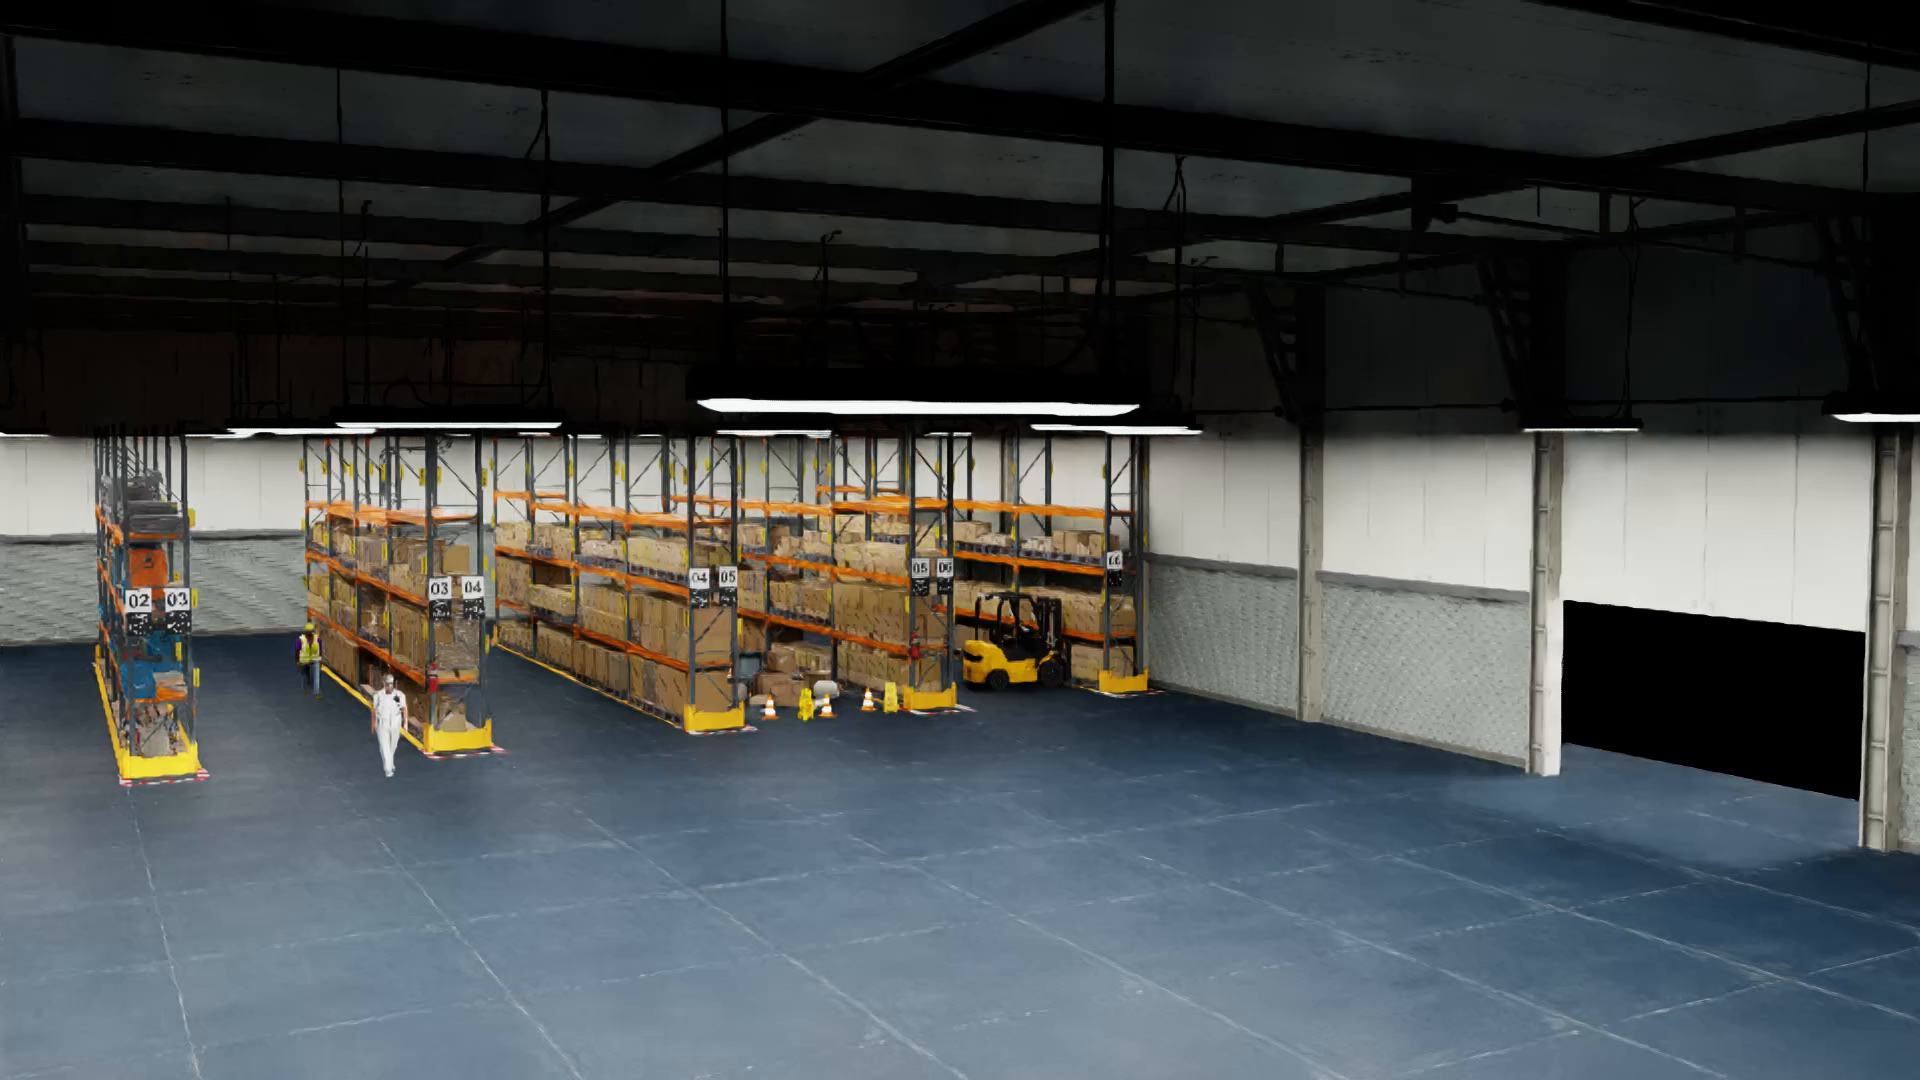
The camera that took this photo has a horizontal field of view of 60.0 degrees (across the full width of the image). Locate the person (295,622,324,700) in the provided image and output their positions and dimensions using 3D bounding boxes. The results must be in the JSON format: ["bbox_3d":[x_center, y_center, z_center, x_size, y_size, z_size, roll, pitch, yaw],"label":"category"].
[{"bbox_3d":[-14.321,2.650,36.606,0.577,1.691,1.121,-2,4,-27],"label":"person"}]

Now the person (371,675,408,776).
[{"bbox_3d":[-9.737,3.138,28.426,0.554,1.712,1.040,-2,4,-30],"label":"person"}]

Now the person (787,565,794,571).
[{"bbox_3d":[-5.276,1.667,52.606,0.605,1.750,0.760,2,4,34],"label":"person"}]
